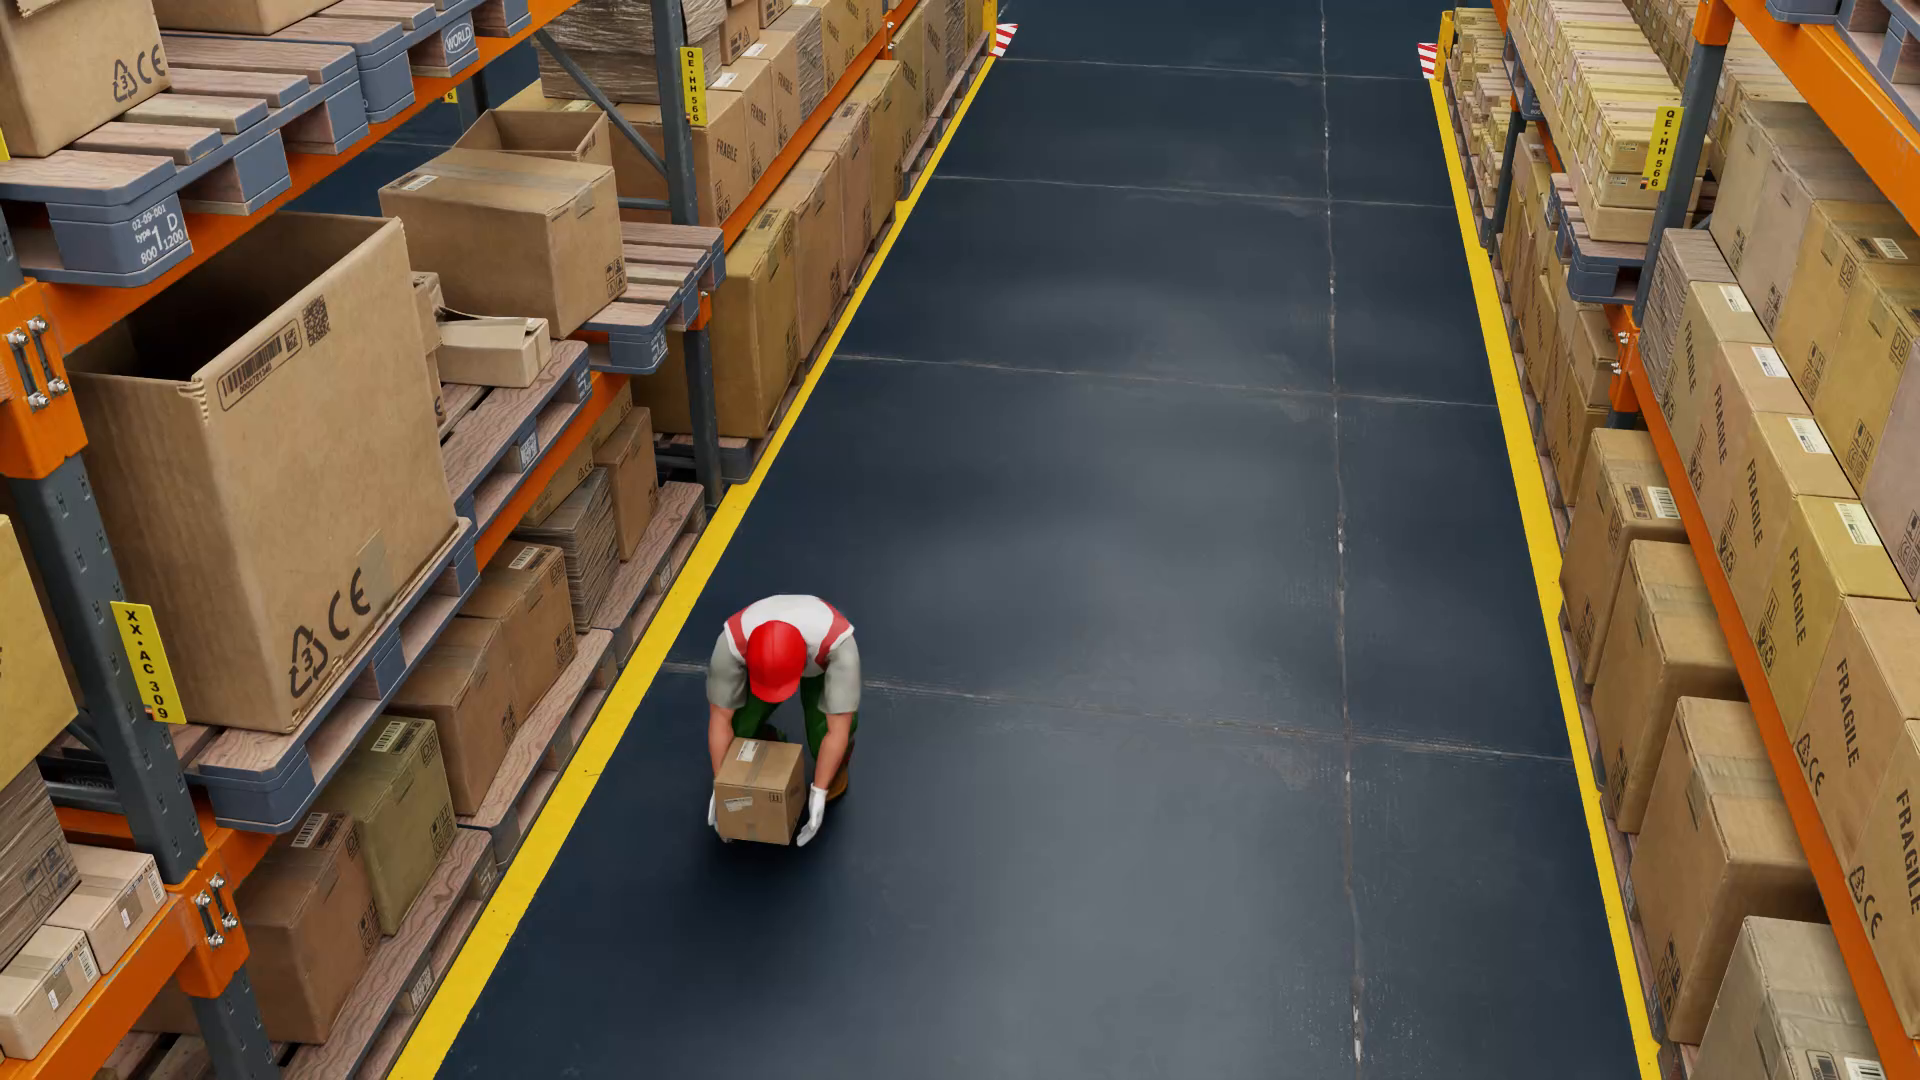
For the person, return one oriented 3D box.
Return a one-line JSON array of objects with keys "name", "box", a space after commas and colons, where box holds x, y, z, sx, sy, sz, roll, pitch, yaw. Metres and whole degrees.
[{"name": "person", "box": [-0.608, 0.550, 5.989, 0.573, 0.998, 0.888, 5, 32, 8]}]
